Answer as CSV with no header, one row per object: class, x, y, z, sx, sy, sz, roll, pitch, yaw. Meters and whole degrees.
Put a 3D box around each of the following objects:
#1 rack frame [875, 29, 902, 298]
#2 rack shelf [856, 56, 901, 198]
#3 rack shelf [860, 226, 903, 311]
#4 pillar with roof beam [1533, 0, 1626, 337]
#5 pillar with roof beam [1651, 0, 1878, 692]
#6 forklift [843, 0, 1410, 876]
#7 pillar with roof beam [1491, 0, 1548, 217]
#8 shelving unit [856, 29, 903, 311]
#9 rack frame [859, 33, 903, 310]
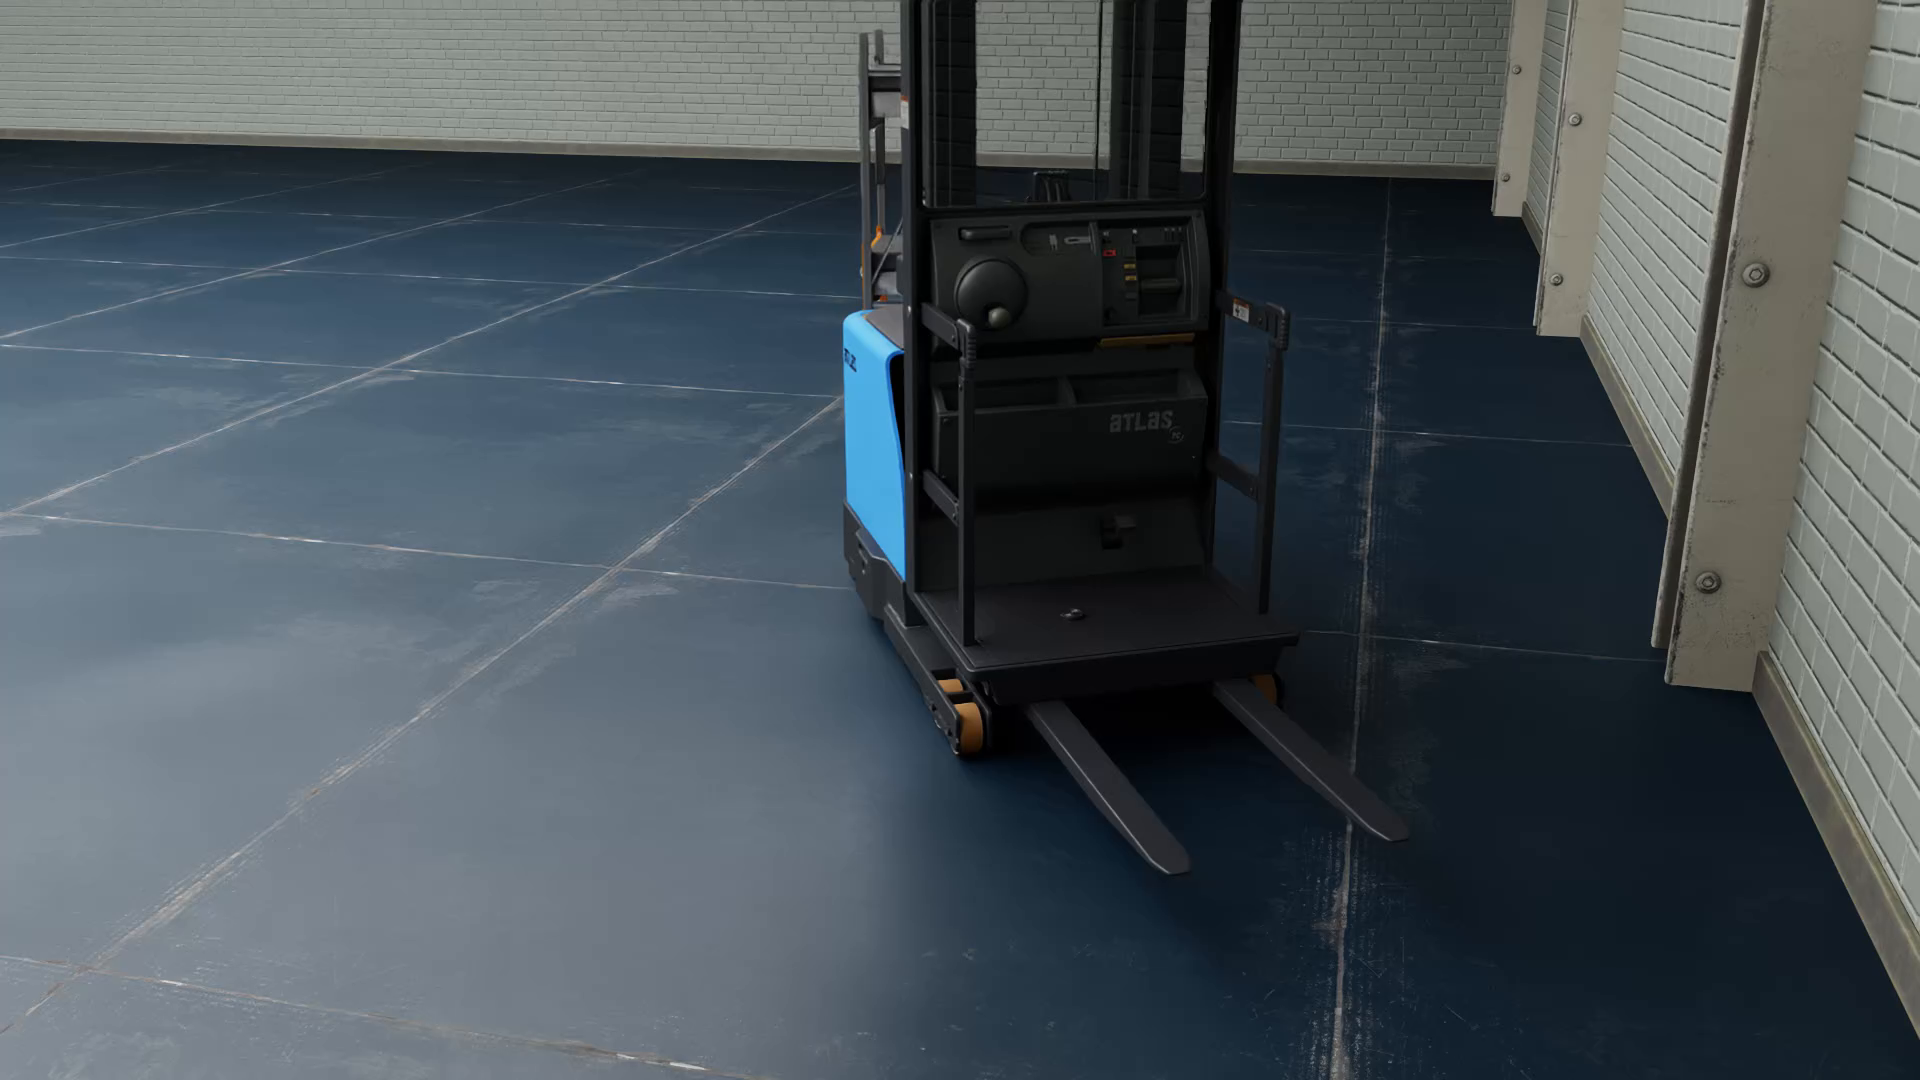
rack frame,-0.151,-1.103,7.168,0.400,2.100,0.015,1,19,4
rack shelf,-0.170,-1.674,6.716,0.431,0.518,0.480,1,19,4
rack shelf,-0.170,-1.011,6.942,0.431,0.518,0.480,1,19,4
pillar with roof beam,-0.074,-6.033,10.927,9.100,9.000,0.400,5,19,13
pillar with roof beam,-1.540,-4.152,5.421,9.100,9.000,0.400,5,19,13
forklift,0.422,-0.853,5.151,1.130,2.935,3.031,-5,20,-15
pillar with roof beam,1.392,-7.913,16.433,9.100,9.000,0.400,5,19,13
shelving unit,-0.170,-1.024,6.937,0.431,2.100,0.503,1,19,4
rack frame,-0.189,-0.946,6.707,0.400,2.100,0.015,1,19,4
